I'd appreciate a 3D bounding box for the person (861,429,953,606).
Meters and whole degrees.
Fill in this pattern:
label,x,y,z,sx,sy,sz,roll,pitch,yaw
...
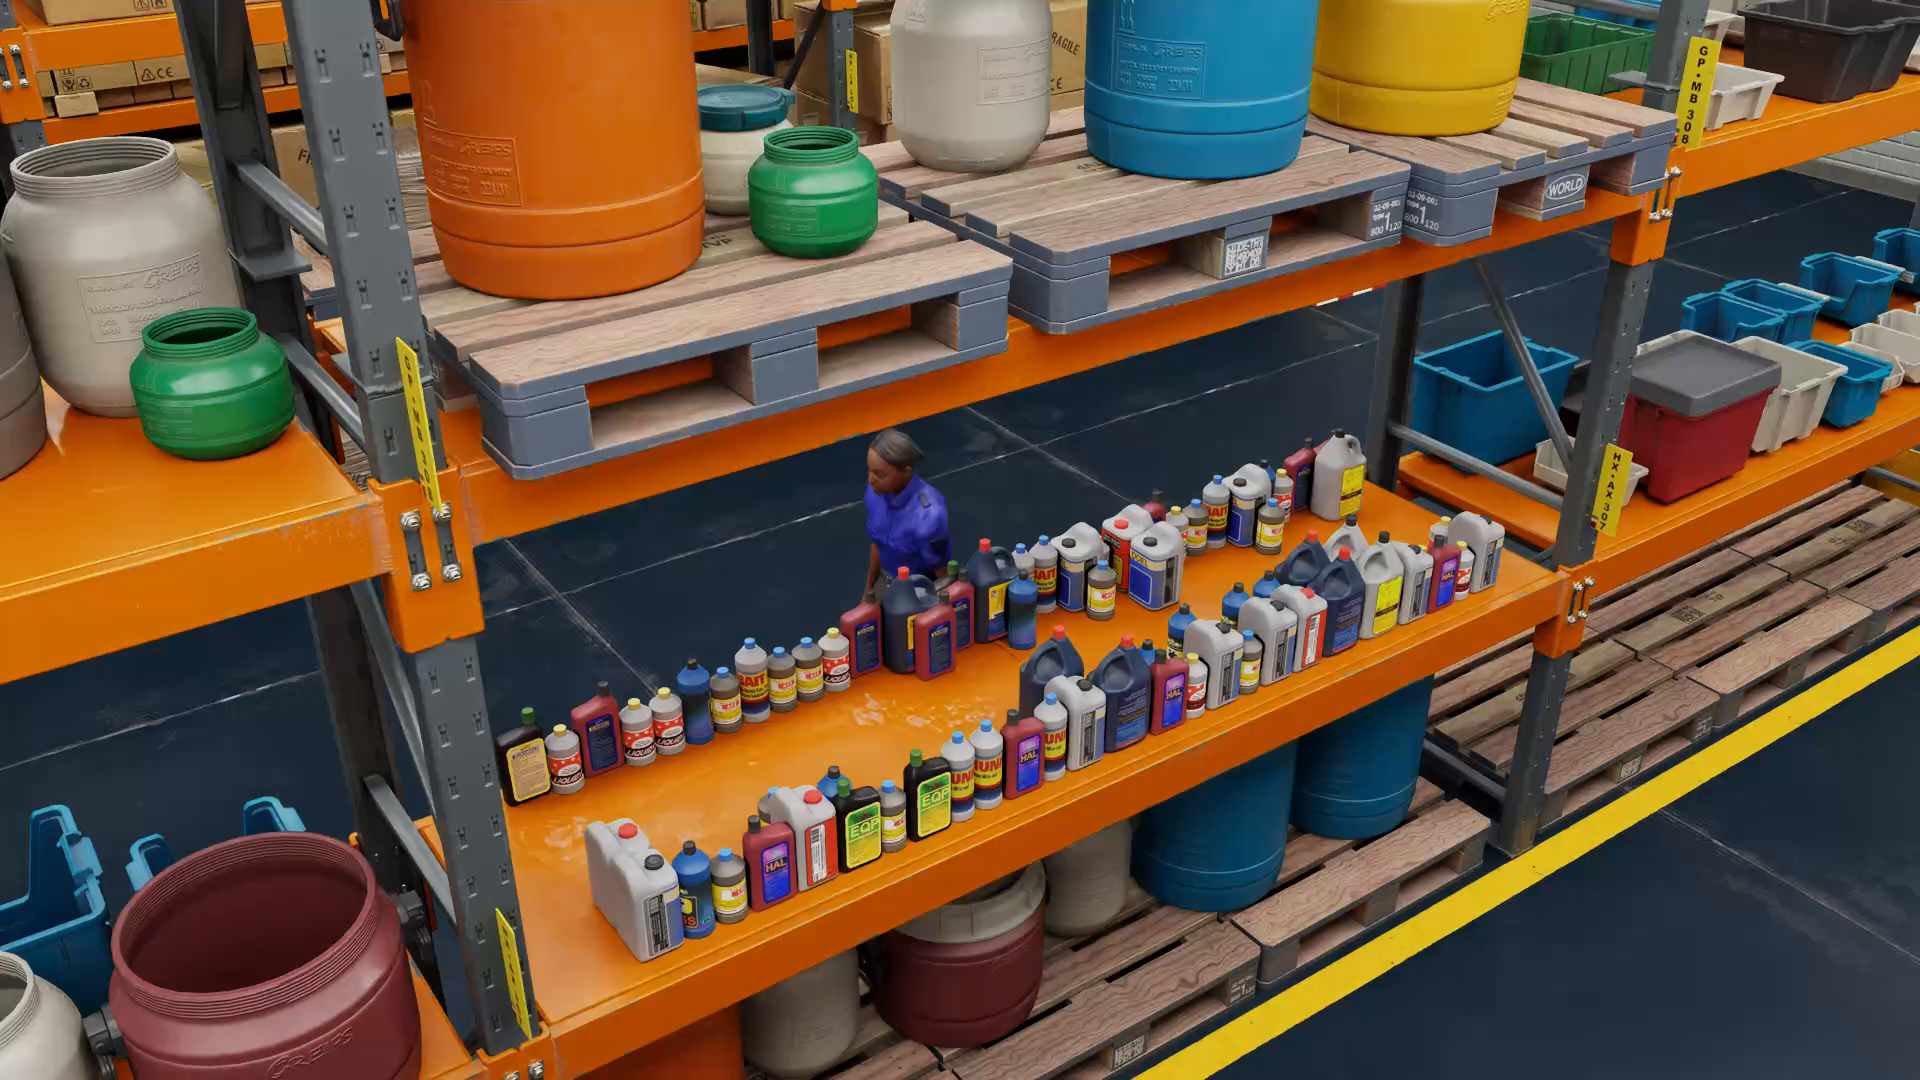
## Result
label,x,y,z,sx,sy,sz,roll,pitch,yaw
person,-0.245,0.294,6.596,0.402,1.653,0.514,-21,35,-33
